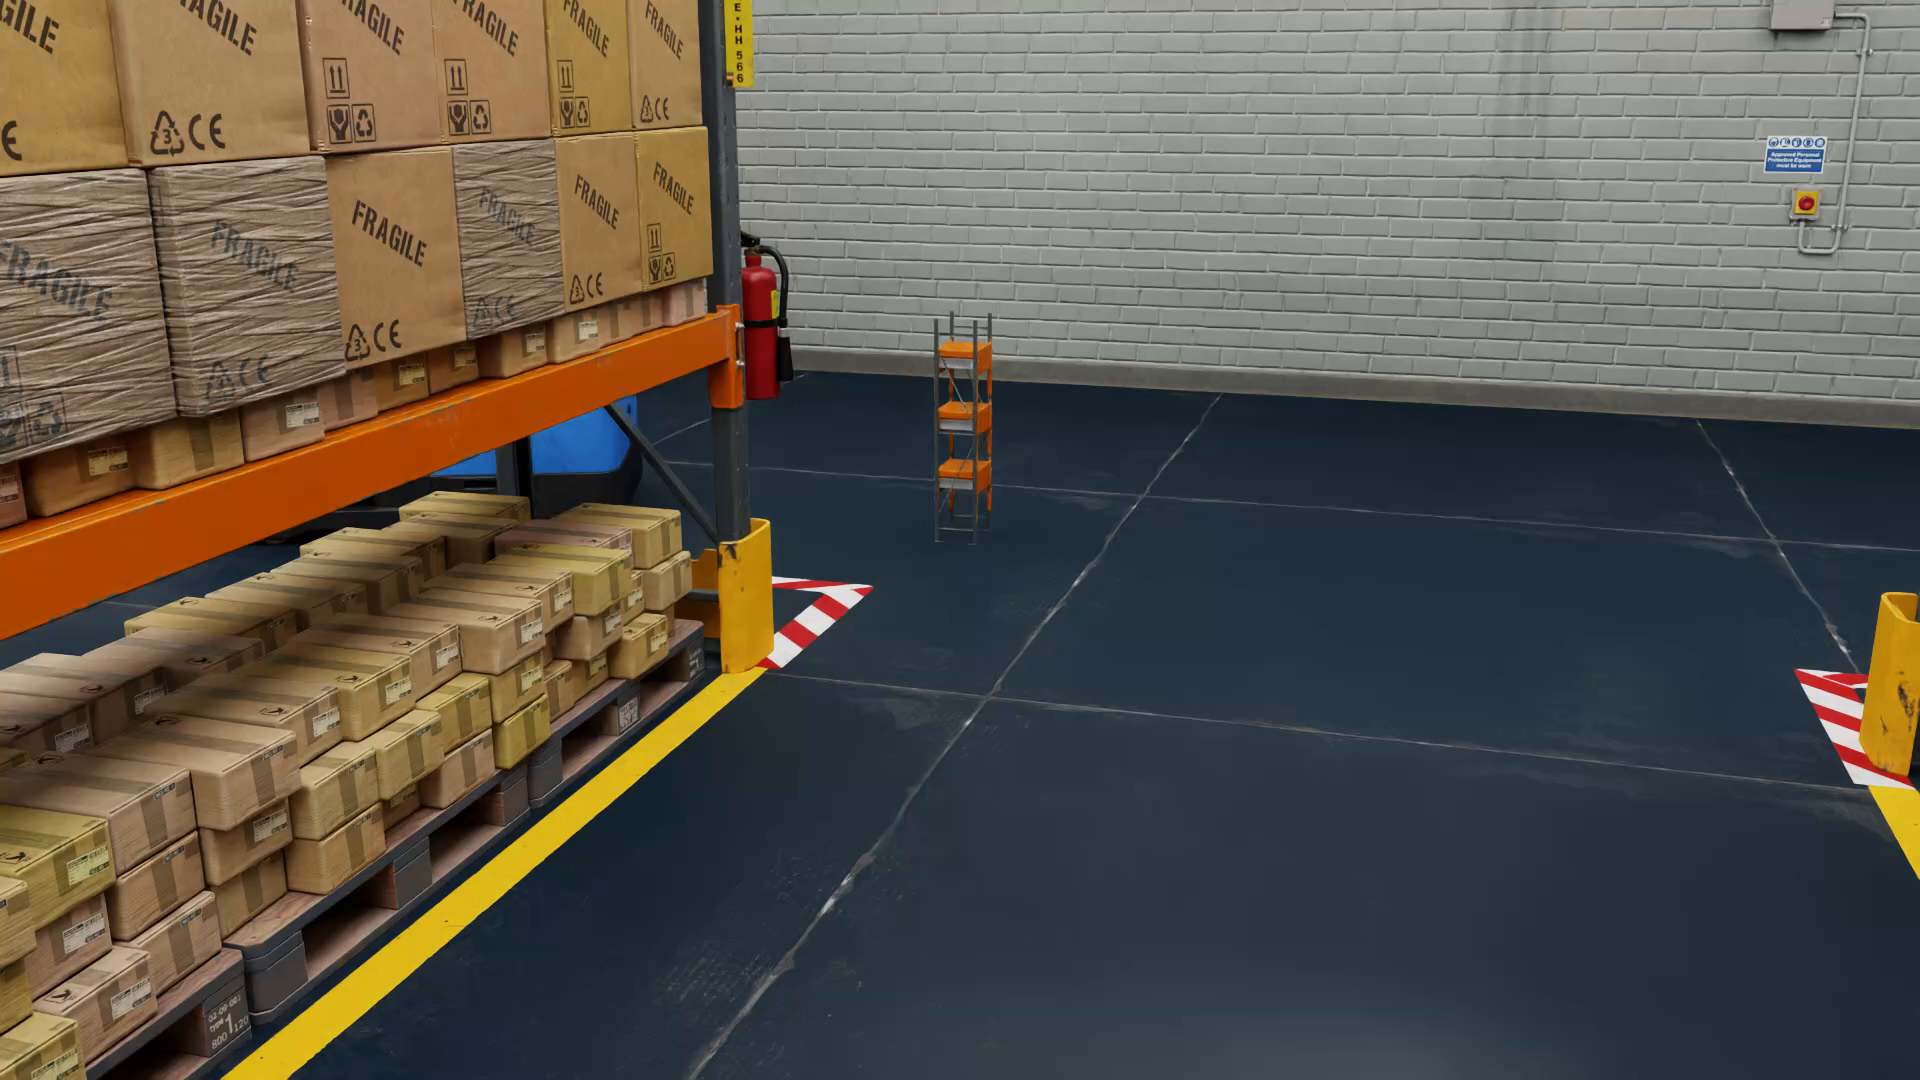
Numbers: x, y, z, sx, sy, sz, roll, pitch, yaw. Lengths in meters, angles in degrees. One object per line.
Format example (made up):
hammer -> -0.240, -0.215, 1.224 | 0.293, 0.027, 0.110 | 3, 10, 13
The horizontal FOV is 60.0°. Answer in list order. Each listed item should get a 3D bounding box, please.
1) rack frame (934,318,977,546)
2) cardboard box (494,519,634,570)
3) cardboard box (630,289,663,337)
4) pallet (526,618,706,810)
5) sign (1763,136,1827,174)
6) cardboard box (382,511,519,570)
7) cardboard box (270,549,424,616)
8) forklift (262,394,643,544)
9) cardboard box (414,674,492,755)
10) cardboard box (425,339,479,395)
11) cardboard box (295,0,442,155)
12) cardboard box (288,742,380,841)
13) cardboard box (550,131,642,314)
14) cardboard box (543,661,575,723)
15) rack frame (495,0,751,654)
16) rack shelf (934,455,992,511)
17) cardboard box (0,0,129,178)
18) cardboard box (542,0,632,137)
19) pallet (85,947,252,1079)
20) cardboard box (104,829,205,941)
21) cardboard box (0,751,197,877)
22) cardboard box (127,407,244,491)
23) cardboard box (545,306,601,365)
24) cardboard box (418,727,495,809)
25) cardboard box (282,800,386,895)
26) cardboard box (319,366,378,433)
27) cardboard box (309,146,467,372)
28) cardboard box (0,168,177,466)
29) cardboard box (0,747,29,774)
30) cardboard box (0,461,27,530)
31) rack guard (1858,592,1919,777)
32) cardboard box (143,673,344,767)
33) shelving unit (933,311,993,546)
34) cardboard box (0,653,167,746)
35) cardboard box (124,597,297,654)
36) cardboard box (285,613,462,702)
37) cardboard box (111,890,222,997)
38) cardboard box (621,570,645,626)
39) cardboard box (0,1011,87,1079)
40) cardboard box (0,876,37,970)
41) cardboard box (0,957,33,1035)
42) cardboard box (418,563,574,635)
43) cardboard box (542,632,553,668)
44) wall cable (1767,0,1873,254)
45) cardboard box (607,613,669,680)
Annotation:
rack frame -> -0.019, -0.487, 7.623 | 0.200, 1.050, 0.008 | 5, 16, 16
cardboard box -> -1.316, 0.045, 5.539 | 0.380, 0.149, 0.250 | 5, 17, 17
cardboard box -> -1.211, -0.768, 5.499 | 0.380, 0.149, 0.250 | 5, 16, 16
pallet -> -1.569, 0.513, 5.633 | 1.003, 0.211, 1.213 | 5, 16, 16
sign -> 5.043, -2.327, 10.042 | 0.327, 0.218, 0.001 | 5, 16, 16
cardboard box -> -1.720, 0.018, 5.635 | 0.380, 0.149, 0.250 | 5, 17, 17
cardboard box -> -1.906, 0.145, 5.186 | 0.380, 0.149, 0.250 | 4, 16, 13
forklift -> -3.150, -1.536, 7.873 | 3.031, 2.935, 1.130 | -1, 16, -4
cardboard box -> -1.530, 0.467, 4.596 | 0.380, 0.149, 0.250 | 5, 17, 19
cardboard box -> -1.555, -0.500, 4.554 | 0.380, 0.149, 0.250 | 4, 16, 14
cardboard box -> -1.604, -1.183, 3.943 | 0.500, 0.500, 0.500 | 4, 16, 14
cardboard box -> -1.676, 0.604, 4.114 | 0.380, 0.149, 0.250 | 4, 16, 15
cardboard box -> -1.315, -0.977, 5.049 | 0.500, 0.500, 0.500 | 4, 16, 15
cardboard box -> -1.423, 0.469, 5.135 | 0.380, 0.149, 0.250 | 5, 17, 16
rack frame -> -1.282, -1.058, 6.062 | 1.000, 3.000, 0.127 | 5, 16, 16
rack shelf -> 0.015, -0.242, 7.814 | 0.215, 0.259, 0.240 | 5, 16, 16
cardboard box -> -1.925, -0.920, 3.014 | 0.500, 0.500, 0.500 | 4, 16, 14
cardboard box -> -1.318, -1.459, 4.914 | 0.500, 0.500, 0.500 | 4, 16, 14
pallet -> -2.262, 1.152, 3.382 | 1.003, 0.211, 1.213 | 5, 16, 16
cardboard box -> -1.909, 0.735, 3.651 | 0.380, 0.149, 0.250 | 4, 16, 13
cardboard box -> -1.911, 0.590, 3.615 | 0.380, 0.149, 0.250 | 4, 16, 14
cardboard box -> -1.780, -0.218, 3.561 | 0.380, 0.149, 0.250 | 5, 17, 17
cardboard box -> -1.318, -0.632, 5.022 | 0.380, 0.149, 0.250 | 5, 17, 17
cardboard box -> -1.533, 0.610, 4.636 | 0.380, 0.149, 0.250 | 5, 17, 17
cardboard box -> -1.678, 0.745, 4.160 | 0.380, 0.149, 0.250 | 4, 16, 14
cardboard box -> -1.665, -0.361, 4.066 | 0.380, 0.149, 0.250 | 5, 17, 18
cardboard box -> -1.601, -0.714, 4.122 | 0.500, 0.500, 0.500 | 5, 17, 19
cardboard box -> -1.903, -0.443, 3.164 | 0.500, 0.500, 0.500 | 5, 16, 16
cardboard box -> -2.321, 0.561, 3.718 | 0.380, 0.149, 0.250 | 5, 17, 18
cardboard box -> -1.997, -0.086, 3.097 | 0.380, 0.149, 0.250 | 4, 16, 13
rack guard -> 3.499, 0.496, 5.165 | 1.175, 0.500, 0.348 | 5, 16, 16
cardboard box -> -1.762, 0.452, 4.102 | 0.380, 0.149, 0.250 | 4, 16, 14
shelving unit -> 0.015, -0.519, 7.735 | 0.215, 1.050, 0.252 | 5, 16, 16
cardboard box -> -2.267, 0.412, 4.245 | 0.380, 0.149, 0.250 | 4, 16, 14
cardboard box -> -2.112, 0.282, 4.703 | 0.380, 0.149, 0.250 | 5, 17, 17
cardboard box -> -1.607, 0.320, 4.568 | 0.380, 0.149, 0.250 | 4, 16, 14
cardboard box -> -1.887, 0.879, 3.689 | 0.380, 0.149, 0.250 | 4, 16, 15
cardboard box -> -1.285, 0.193, 5.562 | 0.380, 0.149, 0.250 | 4, 16, 15
cardboard box -> -1.932, 1.018, 3.198 | 0.380, 0.149, 0.250 | 5, 17, 18
cardboard box -> -1.987, 0.730, 3.122 | 0.380, 0.149, 0.250 | 5, 17, 19
cardboard box -> -2.023, 0.872, 3.168 | 0.380, 0.149, 0.250 | 5, 17, 16
cardboard box -> -1.402, 0.185, 5.044 | 0.380, 0.149, 0.250 | 4, 16, 14
cardboard box -> -1.480, 0.327, 5.089 | 0.380, 0.149, 0.250 | 4, 16, 15
wall cable -> 5.072, -2.681, 9.866 | 0.585, 1.953, 0.123 | 5, 16, 16
cardboard box -> -1.208, 0.341, 5.586 | 0.380, 0.149, 0.250 | 5, 17, 18
